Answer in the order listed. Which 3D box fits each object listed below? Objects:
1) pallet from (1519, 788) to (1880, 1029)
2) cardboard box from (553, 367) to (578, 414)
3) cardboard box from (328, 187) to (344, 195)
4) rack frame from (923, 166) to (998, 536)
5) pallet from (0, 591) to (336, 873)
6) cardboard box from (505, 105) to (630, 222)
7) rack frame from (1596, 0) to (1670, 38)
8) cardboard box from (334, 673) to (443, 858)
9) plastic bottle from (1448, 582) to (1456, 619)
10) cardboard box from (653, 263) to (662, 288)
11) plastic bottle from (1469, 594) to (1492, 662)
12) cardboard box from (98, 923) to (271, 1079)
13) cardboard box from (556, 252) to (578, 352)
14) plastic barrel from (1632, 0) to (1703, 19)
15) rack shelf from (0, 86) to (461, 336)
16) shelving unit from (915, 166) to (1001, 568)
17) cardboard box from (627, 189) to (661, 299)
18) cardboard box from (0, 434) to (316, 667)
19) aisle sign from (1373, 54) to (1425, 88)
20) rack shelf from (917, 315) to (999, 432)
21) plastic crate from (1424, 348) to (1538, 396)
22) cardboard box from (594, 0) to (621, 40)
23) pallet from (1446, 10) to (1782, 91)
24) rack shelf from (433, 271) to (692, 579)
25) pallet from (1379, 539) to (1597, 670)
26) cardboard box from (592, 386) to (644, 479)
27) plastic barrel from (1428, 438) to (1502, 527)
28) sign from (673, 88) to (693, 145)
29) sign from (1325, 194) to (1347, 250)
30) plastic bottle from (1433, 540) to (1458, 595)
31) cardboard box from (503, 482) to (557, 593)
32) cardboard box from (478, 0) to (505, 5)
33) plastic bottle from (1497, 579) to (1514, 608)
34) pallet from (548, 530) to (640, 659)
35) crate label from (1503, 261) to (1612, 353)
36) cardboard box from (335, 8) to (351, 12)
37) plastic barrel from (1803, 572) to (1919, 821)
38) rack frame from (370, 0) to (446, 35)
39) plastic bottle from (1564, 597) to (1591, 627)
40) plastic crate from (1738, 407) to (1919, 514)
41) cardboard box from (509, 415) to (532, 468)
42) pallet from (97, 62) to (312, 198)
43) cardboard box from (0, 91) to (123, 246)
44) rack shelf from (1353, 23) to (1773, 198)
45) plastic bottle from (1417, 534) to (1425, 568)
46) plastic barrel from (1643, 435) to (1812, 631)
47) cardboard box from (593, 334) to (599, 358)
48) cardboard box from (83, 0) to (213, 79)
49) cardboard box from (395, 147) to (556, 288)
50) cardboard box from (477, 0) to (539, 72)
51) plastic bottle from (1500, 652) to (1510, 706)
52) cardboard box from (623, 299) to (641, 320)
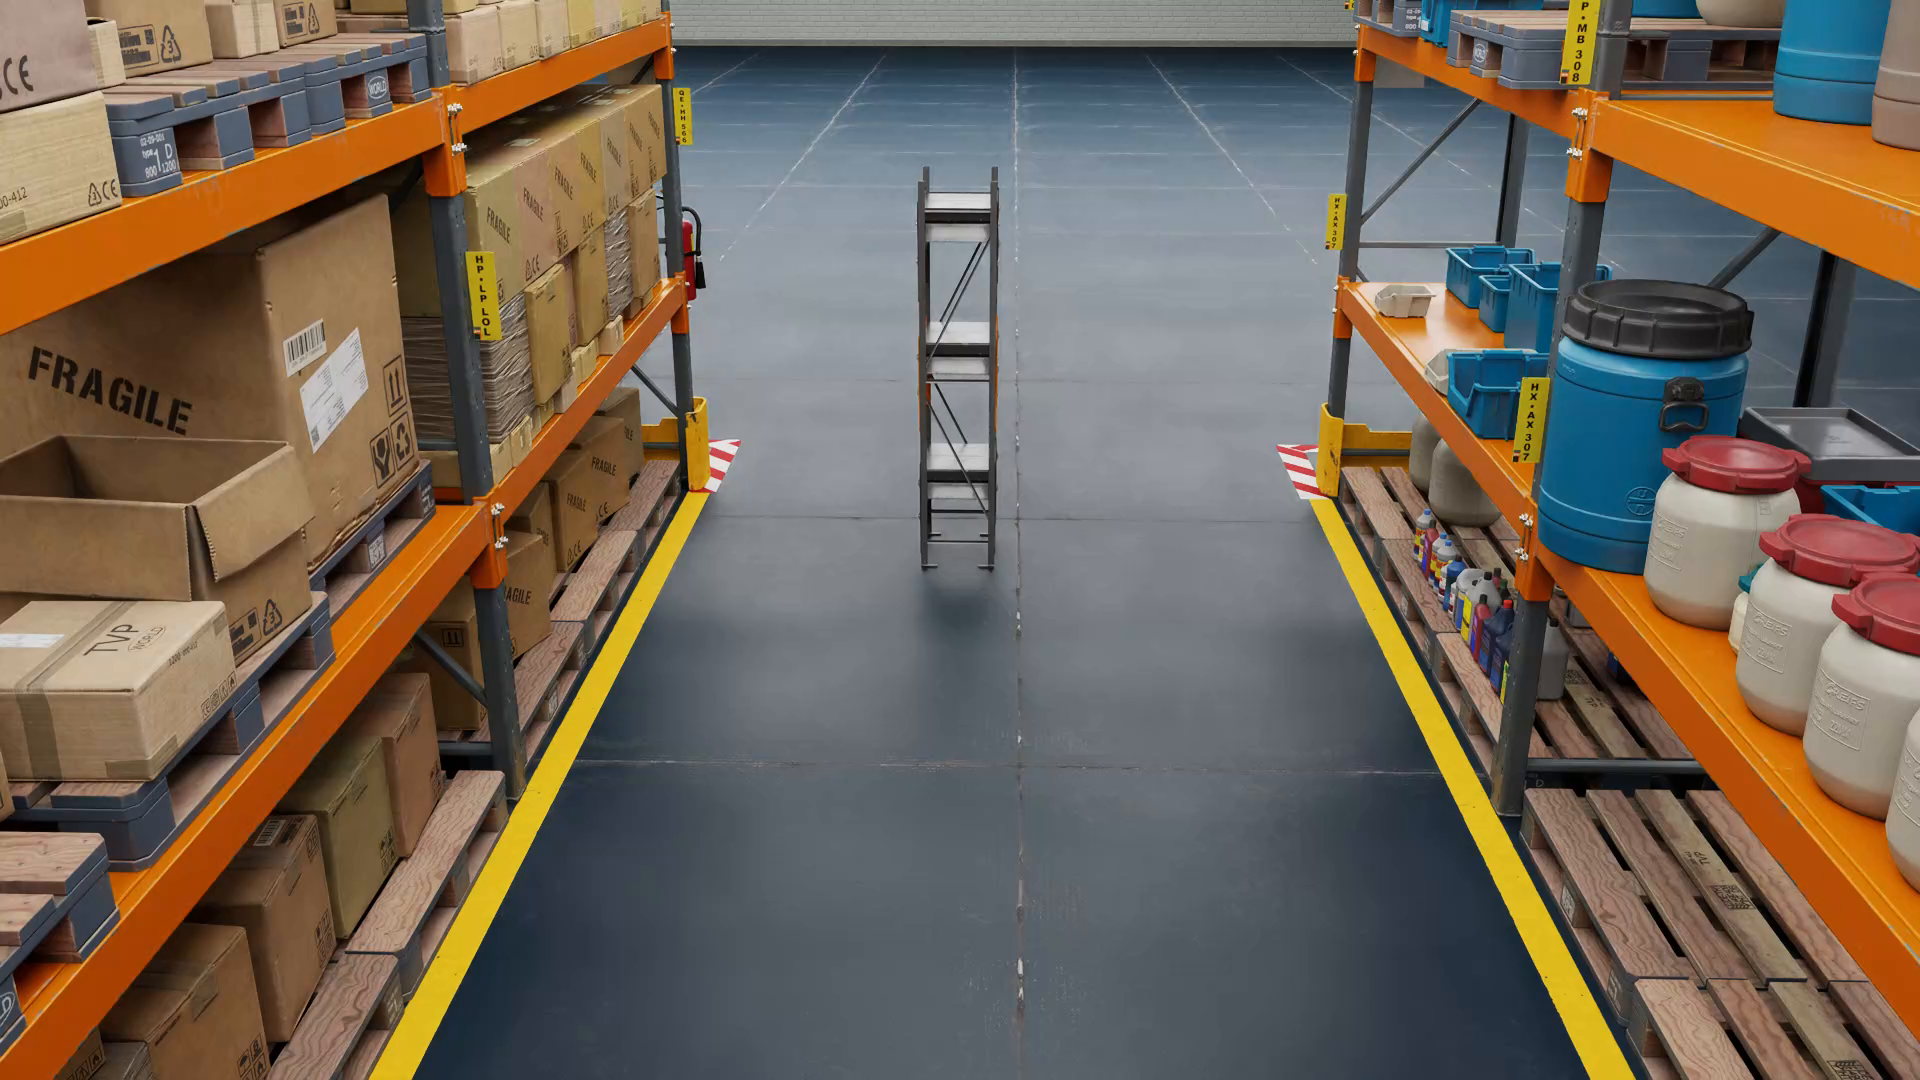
[{"bbox_3d":[2.671,1.283,5.930,1.003,0.211,1.213,1,21,2],"label":"pallet"},{"bbox_3d":[-1.940,-0.674,7.468,0.380,0.149,0.250,1,21,2],"label":"cardboard box"},{"bbox_3d":[-2.556,-1.173,6.473,0.500,0.500,0.500,1,21,2],"label":"cardboard box"},{"bbox_3d":[0.002,-1.007,9.222,0.400,2.100,0.015,1,21,2],"label":"rack frame"},{"bbox_3d":[-2.397,0.464,4.452,1.003,0.211,1.213,1,21,2],"label":"pallet"},{"bbox_3d":[-1.970,-1.890,8.322,0.500,0.500,0.500,1,21,2],"label":"cardboard box"},{"bbox_3d":[2.656,-3.098,5.073,1.000,3.000,0.127,1,21,2],"label":"rack frame"},{"bbox_3d":[-2.335,0.826,6.100,0.700,0.500,0.500,-1,21,-3],"label":"cardboard box"},{"bbox_3d":[2.388,0.274,7.935,0.097,0.201,0.097,0,21,0],"label":"plastic bottle"},{"bbox_3d":[-1.976,-1.580,9.800,0.380,0.149,0.250,1,21,2],"label":"cardboard box"},{"bbox_3d":[2.356,0.395,7.511,0.061,0.283,0.133,2,21,5],"label":"plastic bottle"},{"bbox_3d":[-2.402,1.403,4.615,0.700,0.500,0.500,2,21,6],"label":"cardboard box"},{"bbox_3d":[-2.255,-1.065,7.578,0.875,0.500,0.500,1,21,2],"label":"cardboard box"},{"bbox_3d":[2.793,-2.488,6.374,0.600,0.901,0.708,1,21,2],"label":"plastic barrel"},{"bbox_3d":[-2.356,-0.696,4.023,1.077,0.370,4.000,1,21,2],"label":"rack shelf"},{"bbox_3d":[-0.005,-0.919,8.995,0.431,2.100,0.503,1,21,2],"label":"shelving unit"},{"bbox_3d":[-2.113,-1.607,8.974,0.875,0.500,0.500,1,21,2],"label":"cardboard box"},{"bbox_3d":[-2.255,0.028,4.586,0.797,0.503,0.637,3,21,7],"label":"cardboard box"},{"bbox_3d":[2.487,-2.989,9.491,0.394,0.787,0.004,1,21,2],"label":"aisle sign"},{"bbox_3d":[-0.005,-0.906,9.000,0.431,0.518,0.480,1,21,2],"label":"rack shelf"},{"bbox_3d":[2.452,-0.768,7.727,0.530,0.136,0.437,1,21,2],"label":"plastic crate"},{"bbox_3d":[-1.970,-2.588,8.112,0.500,0.250,0.500,1,21,3],"label":"cardboard box"},{"bbox_3d":[2.580,-1.874,6.325,1.213,0.211,1.003,1,21,2],"label":"pallet"},{"bbox_3d":[-2.234,-0.743,8.293,1.077,0.370,4.000,1,21,2],"label":"rack shelf"},{"bbox_3d":[2.752,0.314,8.428,1.003,0.211,1.213,1,21,2],"label":"pallet"},{"bbox_3d":[-2.209,-0.607,9.821,0.500,0.500,0.500,5,22,12],"label":"cardboard box"},{"bbox_3d":[2.819,-0.363,9.178,0.421,0.512,0.421,0,21,0],"label":"plastic barrel"},{"bbox_3d":[-1.619,-2.476,9.725,0.100,0.325,0.005,1,21,2],"label":"sign"},{"bbox_3d":[2.228,-1.884,9.856,0.100,0.325,0.005,1,21,2],"label":"sign"},{"bbox_3d":[2.397,0.132,8.207,0.097,0.271,0.097,0,21,0],"label":"plastic bottle"},{"bbox_3d":[-2.293,0.037,8.162,0.500,0.500,0.500,-1,21,-3],"label":"cardboard box"},{"bbox_3d":[-2.007,-2.179,6.509,0.380,0.149,0.250,1,21,2],"label":"cardboard box"},{"bbox_3d":[2.506,0.330,7.680,0.061,0.283,0.133,1,21,2],"label":"plastic bottle"},{"bbox_3d":[-2.276,0.259,8.570,1.003,0.211,1.213,1,21,2],"label":"pallet"},{"bbox_3d":[2.992,-1.096,8.157,0.502,0.435,0.616,1,21,2],"label":"crate label"},{"bbox_3d":[-2.542,-1.852,6.216,0.500,0.250,0.500,1,21,4],"label":"cardboard box"},{"bbox_3d":[2.372,0.401,4.162,0.433,0.535,0.433,0,21,0],"label":"plastic barrel"},{"bbox_3d":[-2.295,-3.153,5.214,1.000,3.000,0.127,1,21,2],"label":"rack frame"},{"bbox_3d":[2.965,0.262,7.865,0.152,0.276,0.135,1,21,2],"label":"plastic bottle"},{"bbox_3d":[2.947,-0.153,5.687,0.402,0.464,0.583,1,21,2],"label":"plastic crate"},{"bbox_3d":[-1.967,-0.403,6.769,0.380,0.149,0.250,1,21,2],"label":"cardboard box"},{"bbox_3d":[-2.449,-1.070,4.252,1.213,0.211,1.003,1,21,2],"label":"pallet"},{"bbox_3d":[-2.126,-0.777,3.445,0.500,0.250,0.500,1,21,3],"label":"cardboard box"},{"bbox_3d":[2.717,-2.087,7.610,1.077,0.370,4.000,1,21,2],"label":"rack shelf"},{"bbox_3d":[2.408,0.042,8.535,0.097,0.201,0.097,0,21,0],"label":"plastic bottle"},{"bbox_3d":[2.407,-0.021,5.249,0.433,0.535,0.433,0,21,0],"label":"plastic barrel"},{"bbox_3d":[-1.993,-0.946,8.169,0.380,0.149,0.250,1,21,2],"label":"cardboard box"},{"bbox_3d":[-2.436,-1.489,4.349,0.797,0.503,0.637,1,21,4],"label":"cardboard box"},{"bbox_3d":[-2.013,-1.348,6.924,0.500,0.500,0.500,1,21,2],"label":"cardboard box"},{"bbox_3d":[-2.014,-2.035,6.689,0.500,0.250,0.500,0,21,1],"label":"cardboard box"},{"bbox_3d":[2.341,0.582,7.028,0.061,0.283,0.133,2,21,4],"label":"plastic bottle"},{"bbox_3d":[-1.963,-1.308,9.101,0.380,0.149,0.250,1,21,2],"label":"cardboard box"}]
